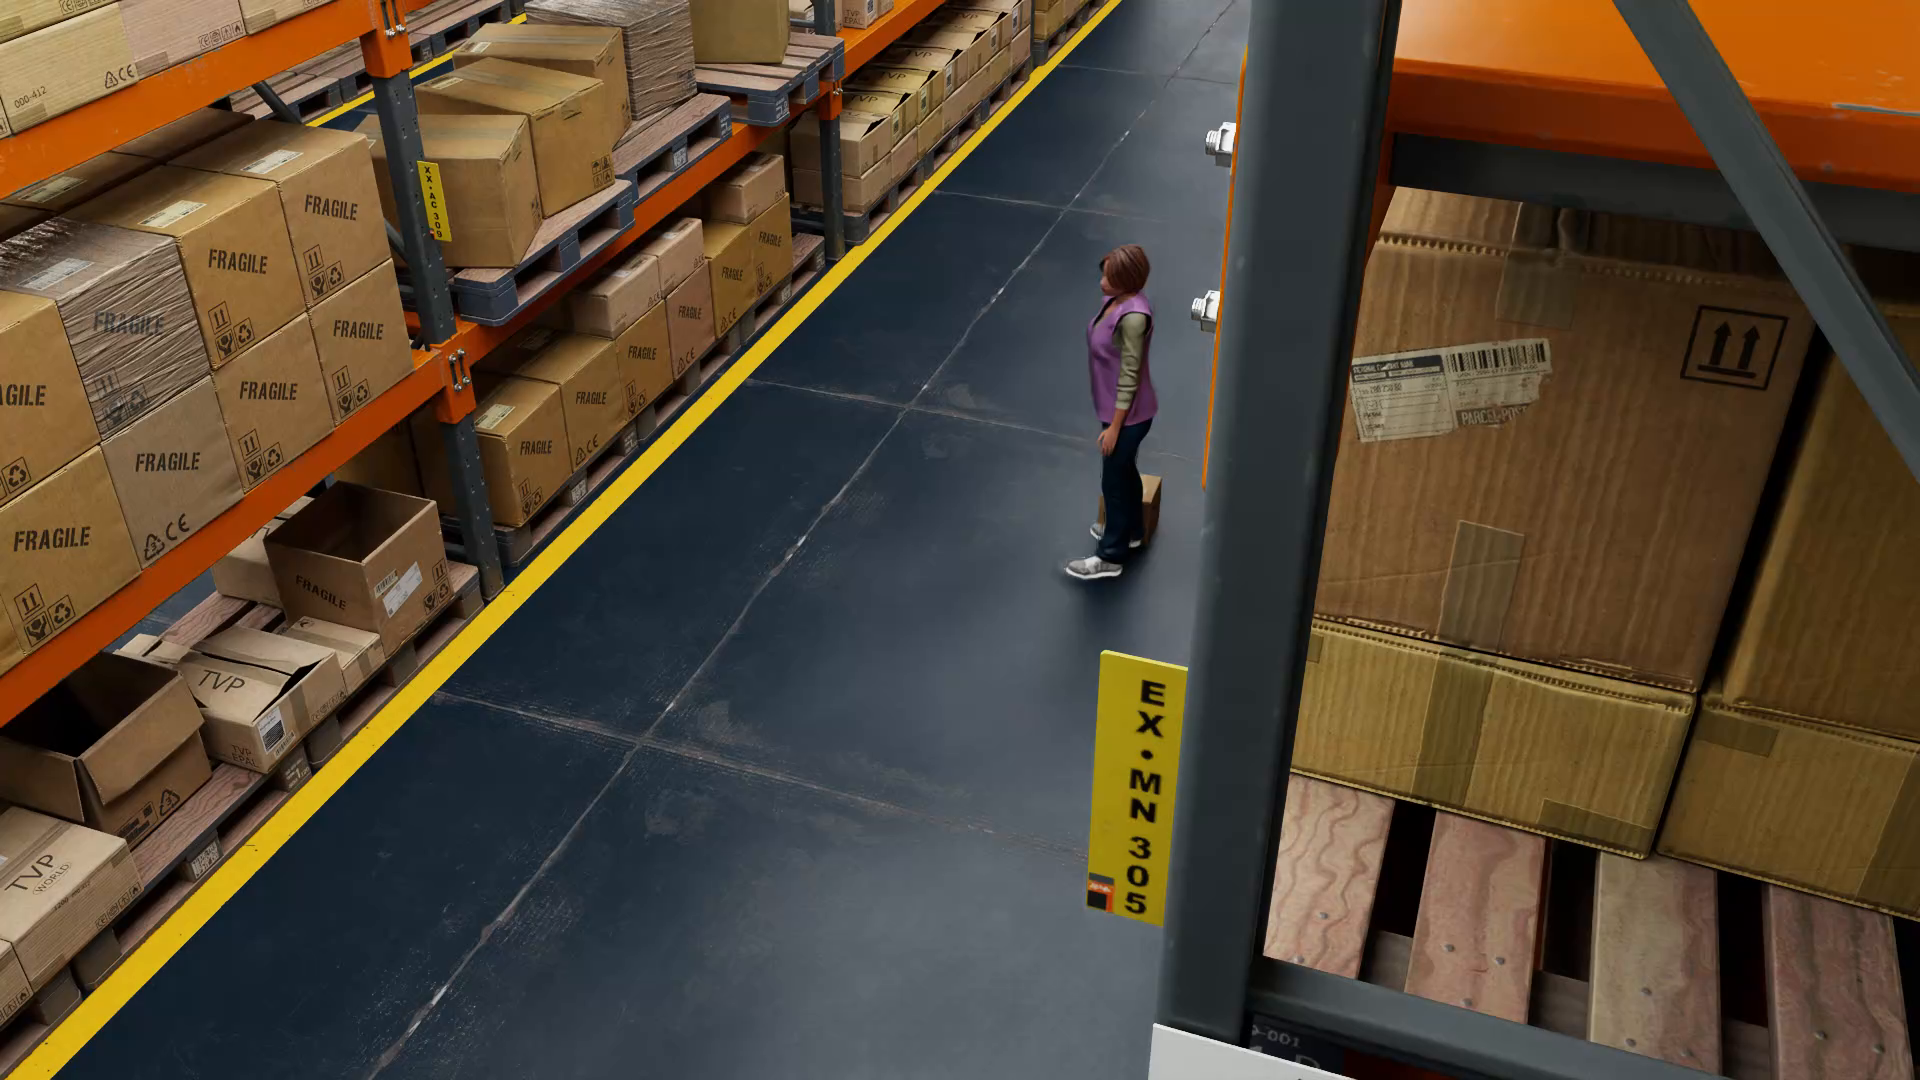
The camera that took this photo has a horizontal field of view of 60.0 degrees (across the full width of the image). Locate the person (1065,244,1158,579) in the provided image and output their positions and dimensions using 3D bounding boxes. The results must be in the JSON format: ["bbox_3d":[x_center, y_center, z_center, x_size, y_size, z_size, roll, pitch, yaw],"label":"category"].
[{"bbox_3d":[0.683,-0.574,7.462,0.408,1.602,0.499,-2,34,-3],"label":"person"}]
